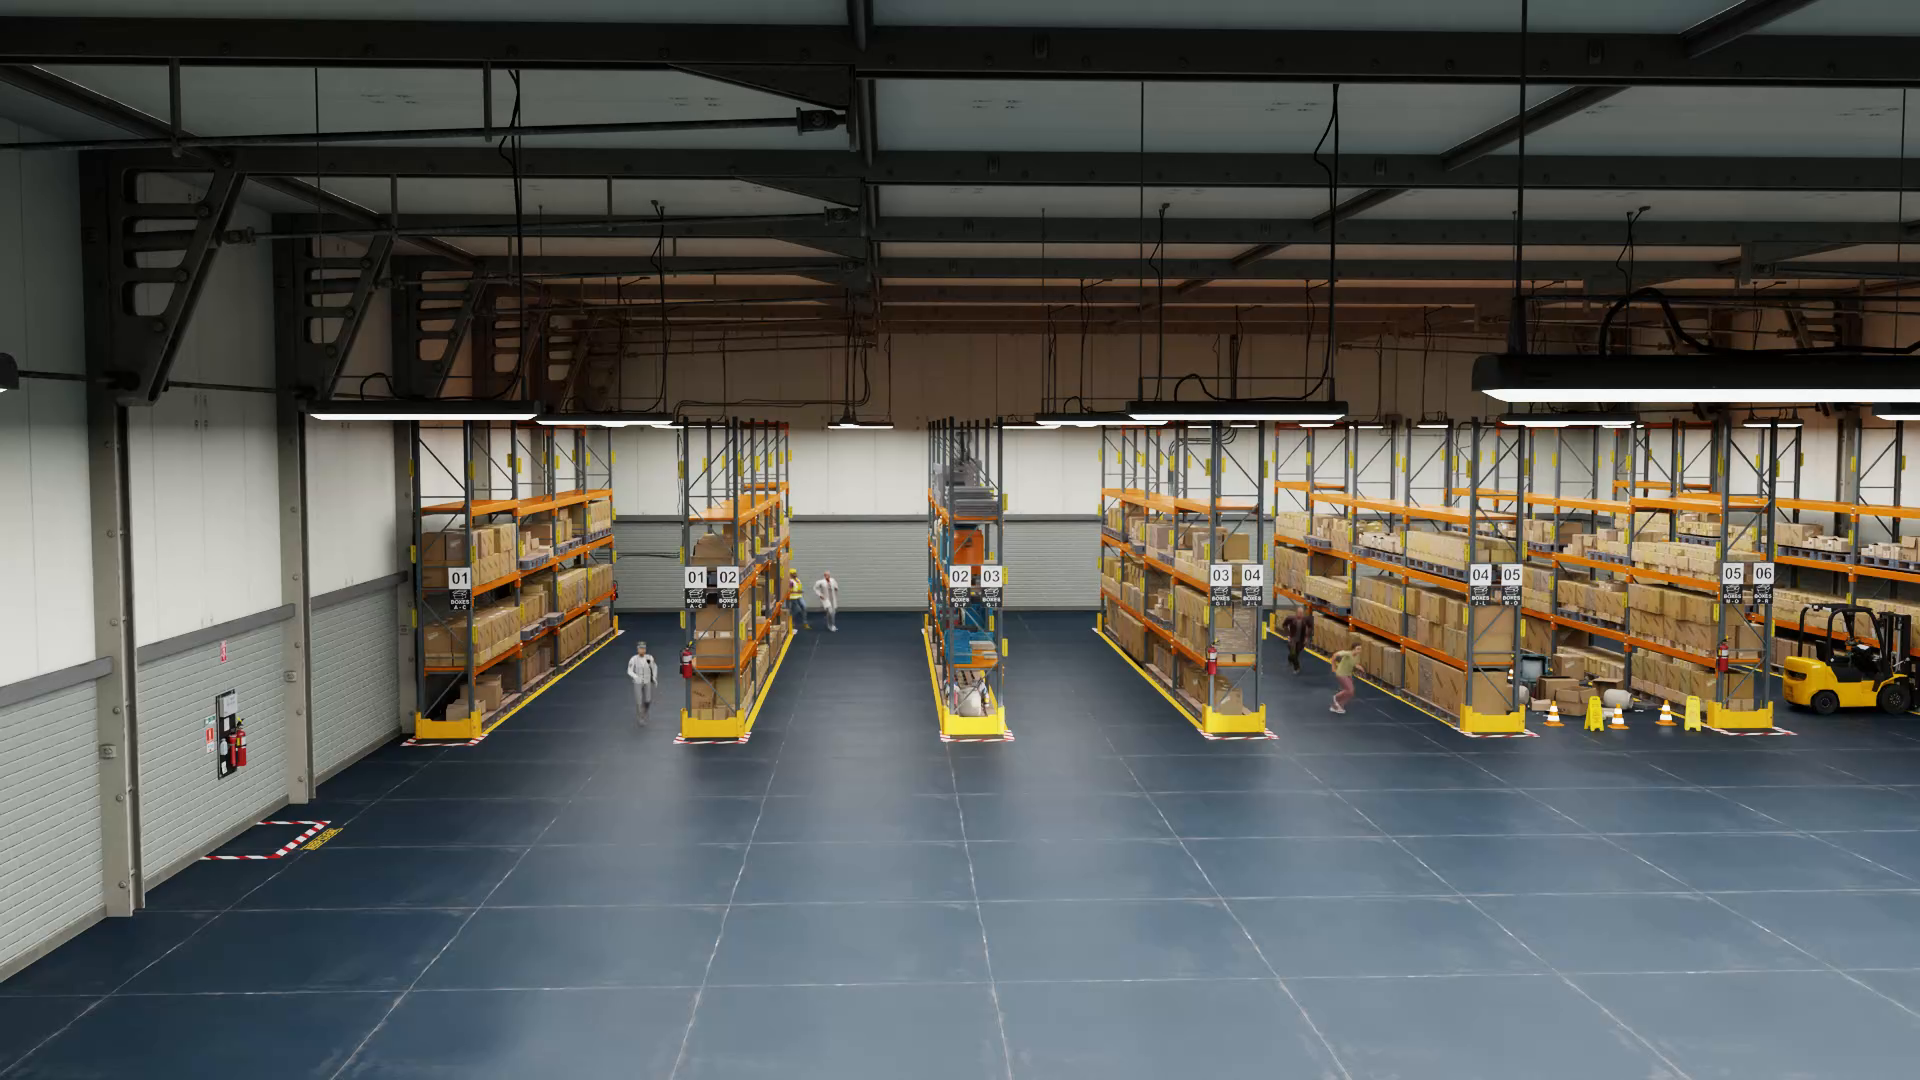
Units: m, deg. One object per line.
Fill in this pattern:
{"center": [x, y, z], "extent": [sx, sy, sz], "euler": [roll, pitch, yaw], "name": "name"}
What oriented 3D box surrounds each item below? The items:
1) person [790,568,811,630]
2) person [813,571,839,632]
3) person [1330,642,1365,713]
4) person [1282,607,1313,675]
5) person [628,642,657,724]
{"center": [-4.747, 1.708, 48.122], "extent": [0.855, 1.783, 0.707], "euler": [3, 5, 35], "name": "person"}
{"center": [-3.788, 1.769, 47.589], "extent": [0.697, 1.779, 0.784], "euler": [-3, 5, -39], "name": "person"}
{"center": [7.801, 2.780, 33.620], "extent": [0.607, 1.503, 0.811], "euler": [-3, 5, -35], "name": "person"}
{"center": [7.980, 2.365, 39.449], "extent": [0.716, 1.626, 0.990], "euler": [0, 4, 0], "name": "person"}
{"center": [-6.158, 2.785, 32.350], "extent": [0.586, 1.646, 0.633], "euler": [-1, 4, -17], "name": "person"}
